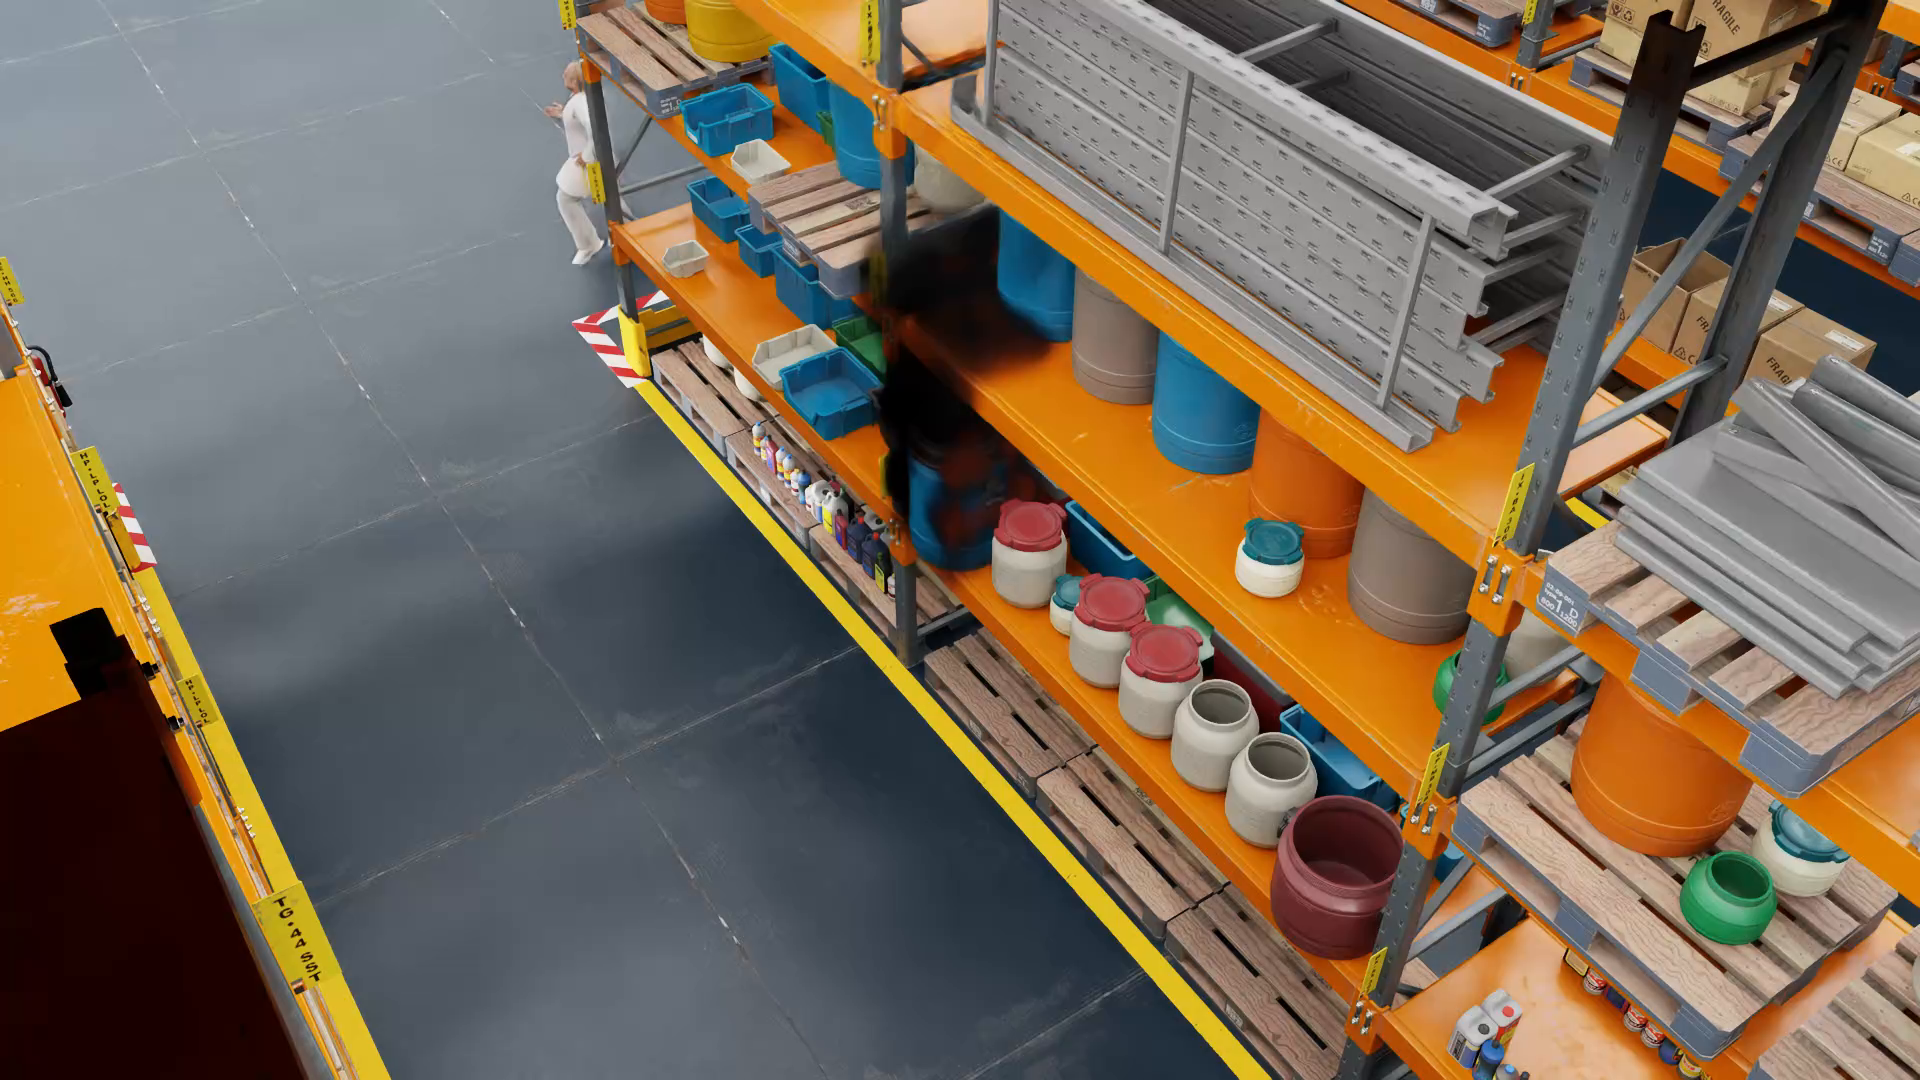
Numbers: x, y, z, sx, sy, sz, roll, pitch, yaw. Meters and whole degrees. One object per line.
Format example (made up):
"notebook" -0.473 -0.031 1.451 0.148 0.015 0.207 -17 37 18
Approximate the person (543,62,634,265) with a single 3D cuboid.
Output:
"person" -3.070 -3.121 13.860 0.750 1.853 0.705 8 43 8
